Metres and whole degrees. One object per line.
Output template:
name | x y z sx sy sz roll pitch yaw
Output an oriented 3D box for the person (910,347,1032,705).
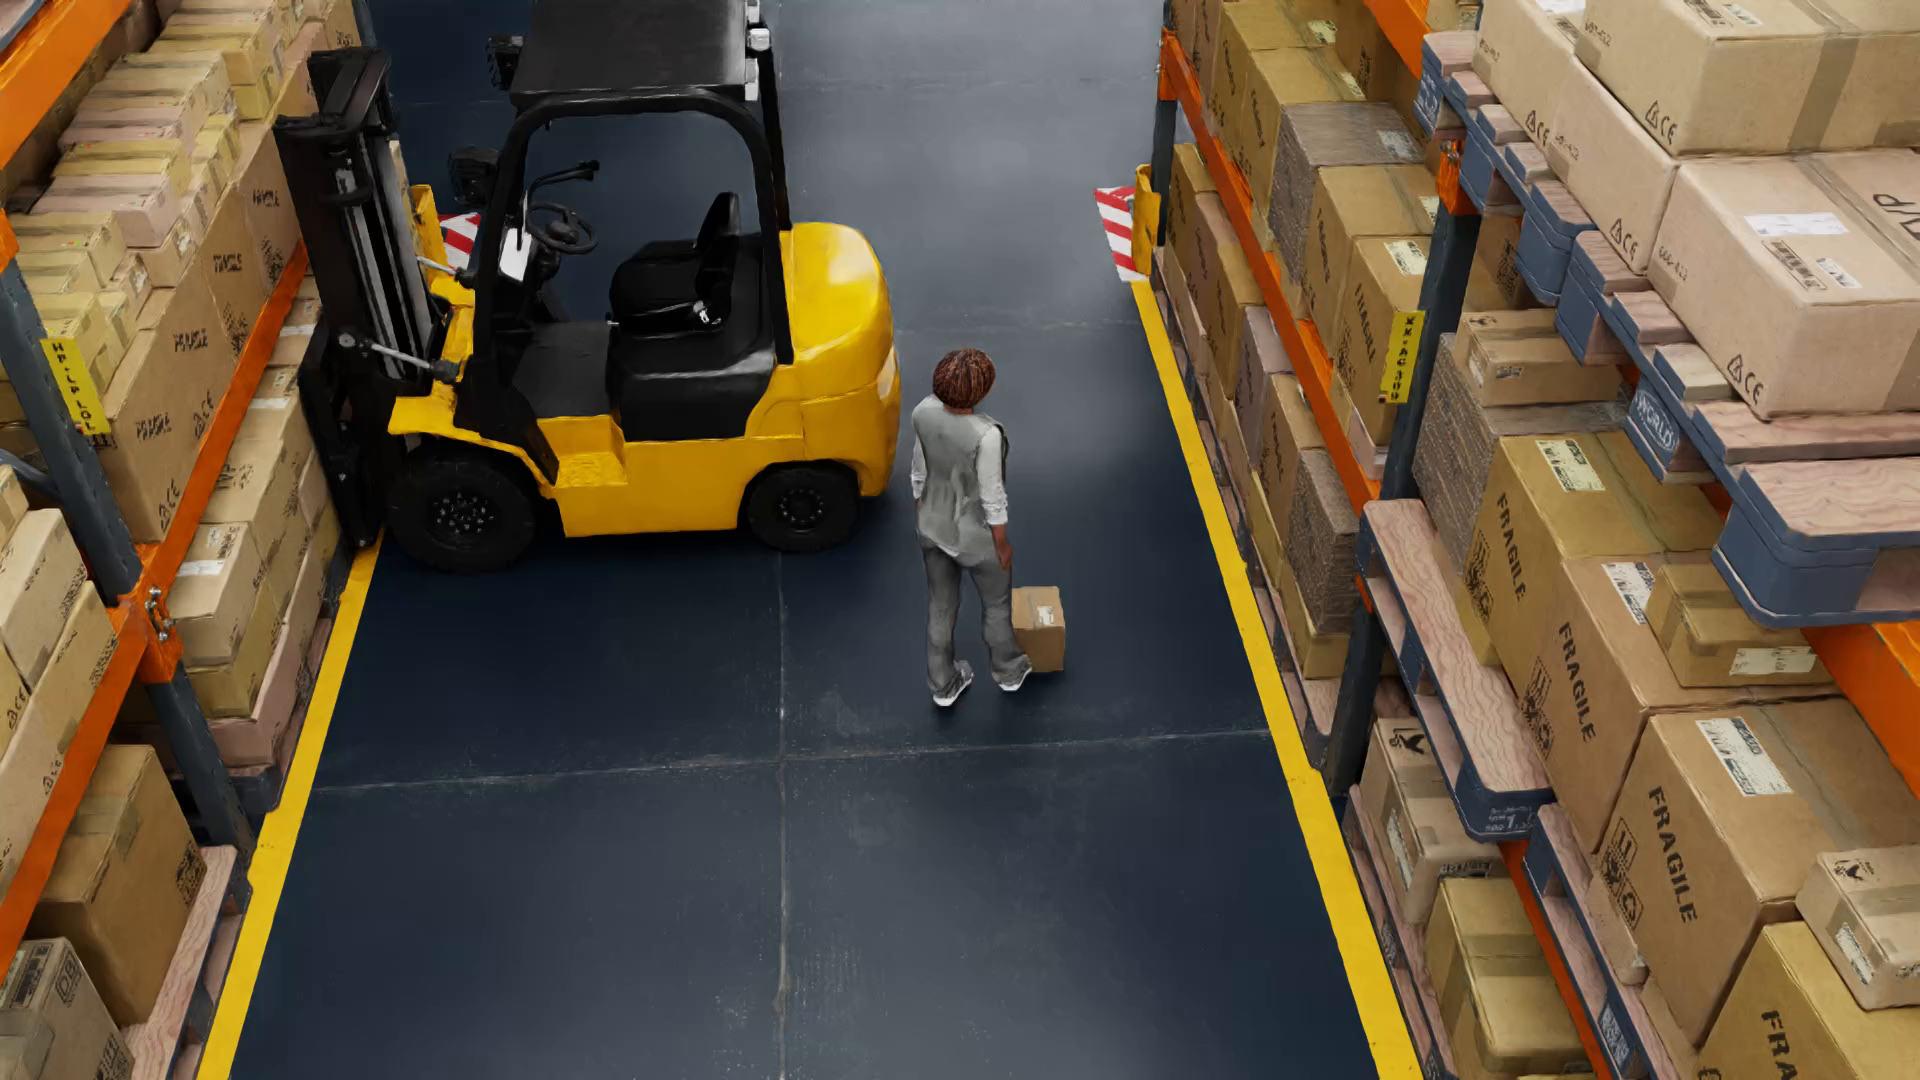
person | 0.052 -0.067 6.230 0.422 1.602 0.492 26 46 28
